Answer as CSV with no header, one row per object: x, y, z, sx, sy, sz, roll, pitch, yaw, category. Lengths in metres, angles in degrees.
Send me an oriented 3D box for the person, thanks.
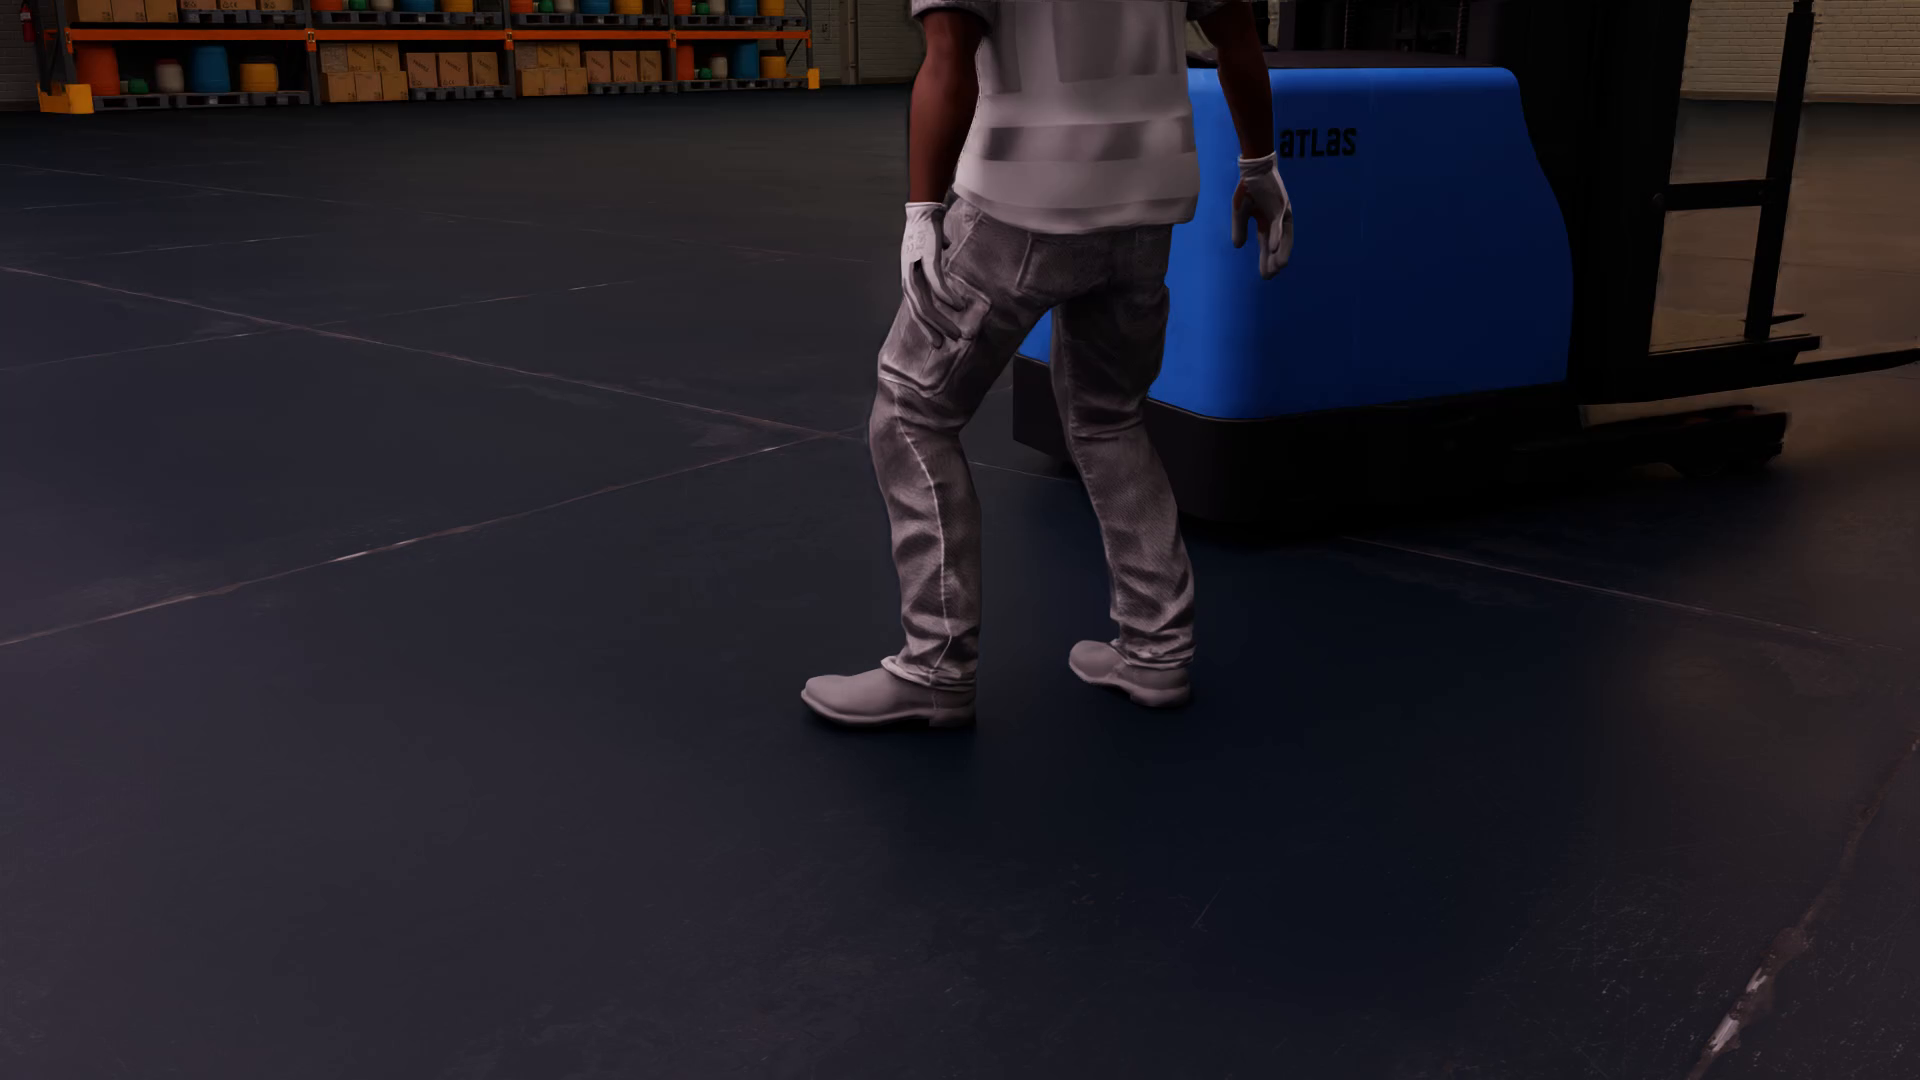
0.153,-0.558,2.814,0.894,1.746,0.454,-11,20,-32,person

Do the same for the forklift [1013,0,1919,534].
1.697,-1.698,4.489,3.031,2.935,1.130,-8,19,-26,forklift
